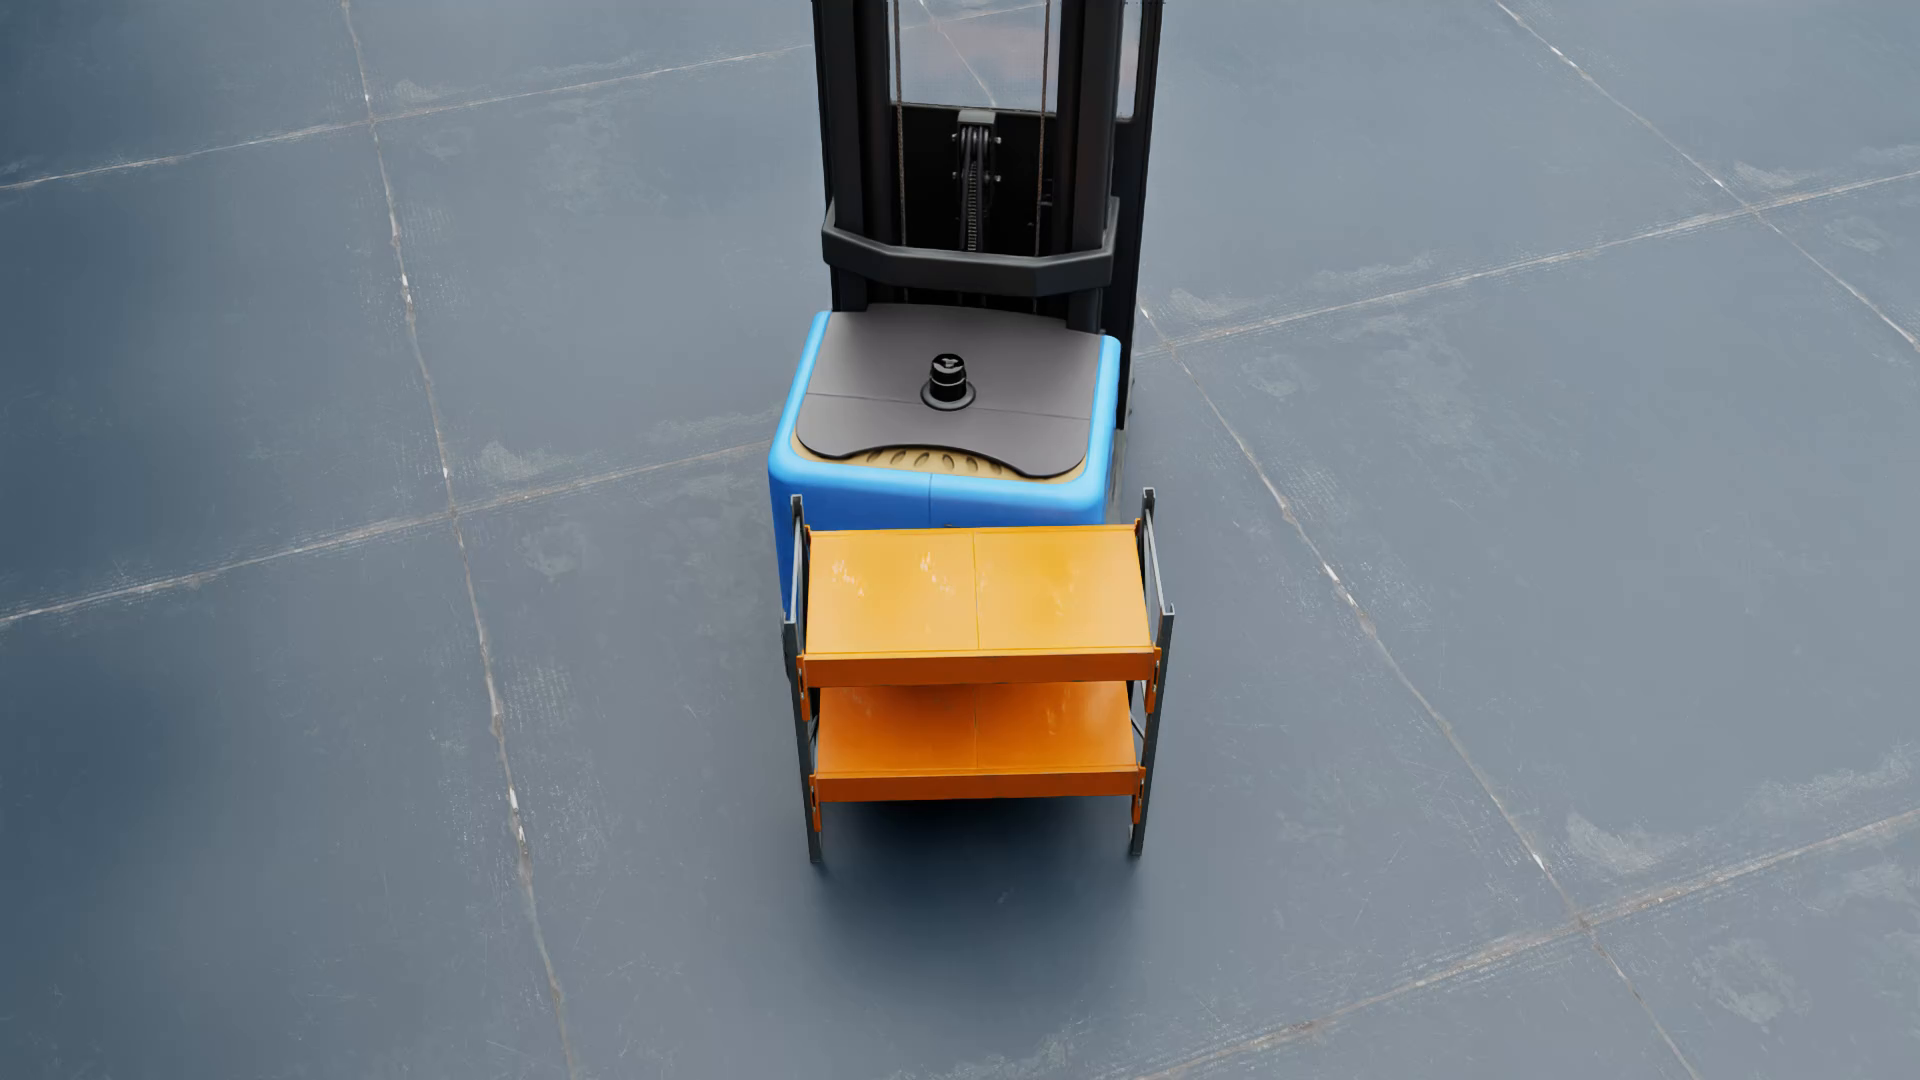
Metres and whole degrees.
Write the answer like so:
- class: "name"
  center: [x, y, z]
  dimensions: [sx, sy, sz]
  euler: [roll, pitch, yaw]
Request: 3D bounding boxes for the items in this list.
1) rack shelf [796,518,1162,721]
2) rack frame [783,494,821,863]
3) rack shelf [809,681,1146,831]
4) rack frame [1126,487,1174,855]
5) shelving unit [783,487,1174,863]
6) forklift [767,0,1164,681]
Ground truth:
- class: "rack shelf"
  center: [0.045, 0.225, 4.818]
  dimensions: [1.000, 0.278, 0.538]
  euler: [-1, 45, -1]
- class: "rack frame"
  center: [-0.463, 0.442, 5.015]
  dimensions: [0.032, 1.125, 0.500]
  euler: [-1, 45, -1]
- class: "rack shelf"
  center: [0.045, 0.604, 5.199]
  dimensions: [1.000, 0.278, 0.538]
  euler: [-1, 45, -1]
- class: "rack frame"
  center: [0.553, 0.421, 5.036]
  dimensions: [0.032, 1.125, 0.500]
  euler: [-1, 45, -1]
- class: "shelving unit"
  center: [0.045, 0.432, 5.025]
  dimensions: [1.048, 1.125, 0.538]
  euler: [-1, 45, -1]
- class: "forklift"
  center: [0.119, -1.490, 5.665]
  dimensions: [1.130, 2.935, 3.031]
  euler: [6, 45, 6]
